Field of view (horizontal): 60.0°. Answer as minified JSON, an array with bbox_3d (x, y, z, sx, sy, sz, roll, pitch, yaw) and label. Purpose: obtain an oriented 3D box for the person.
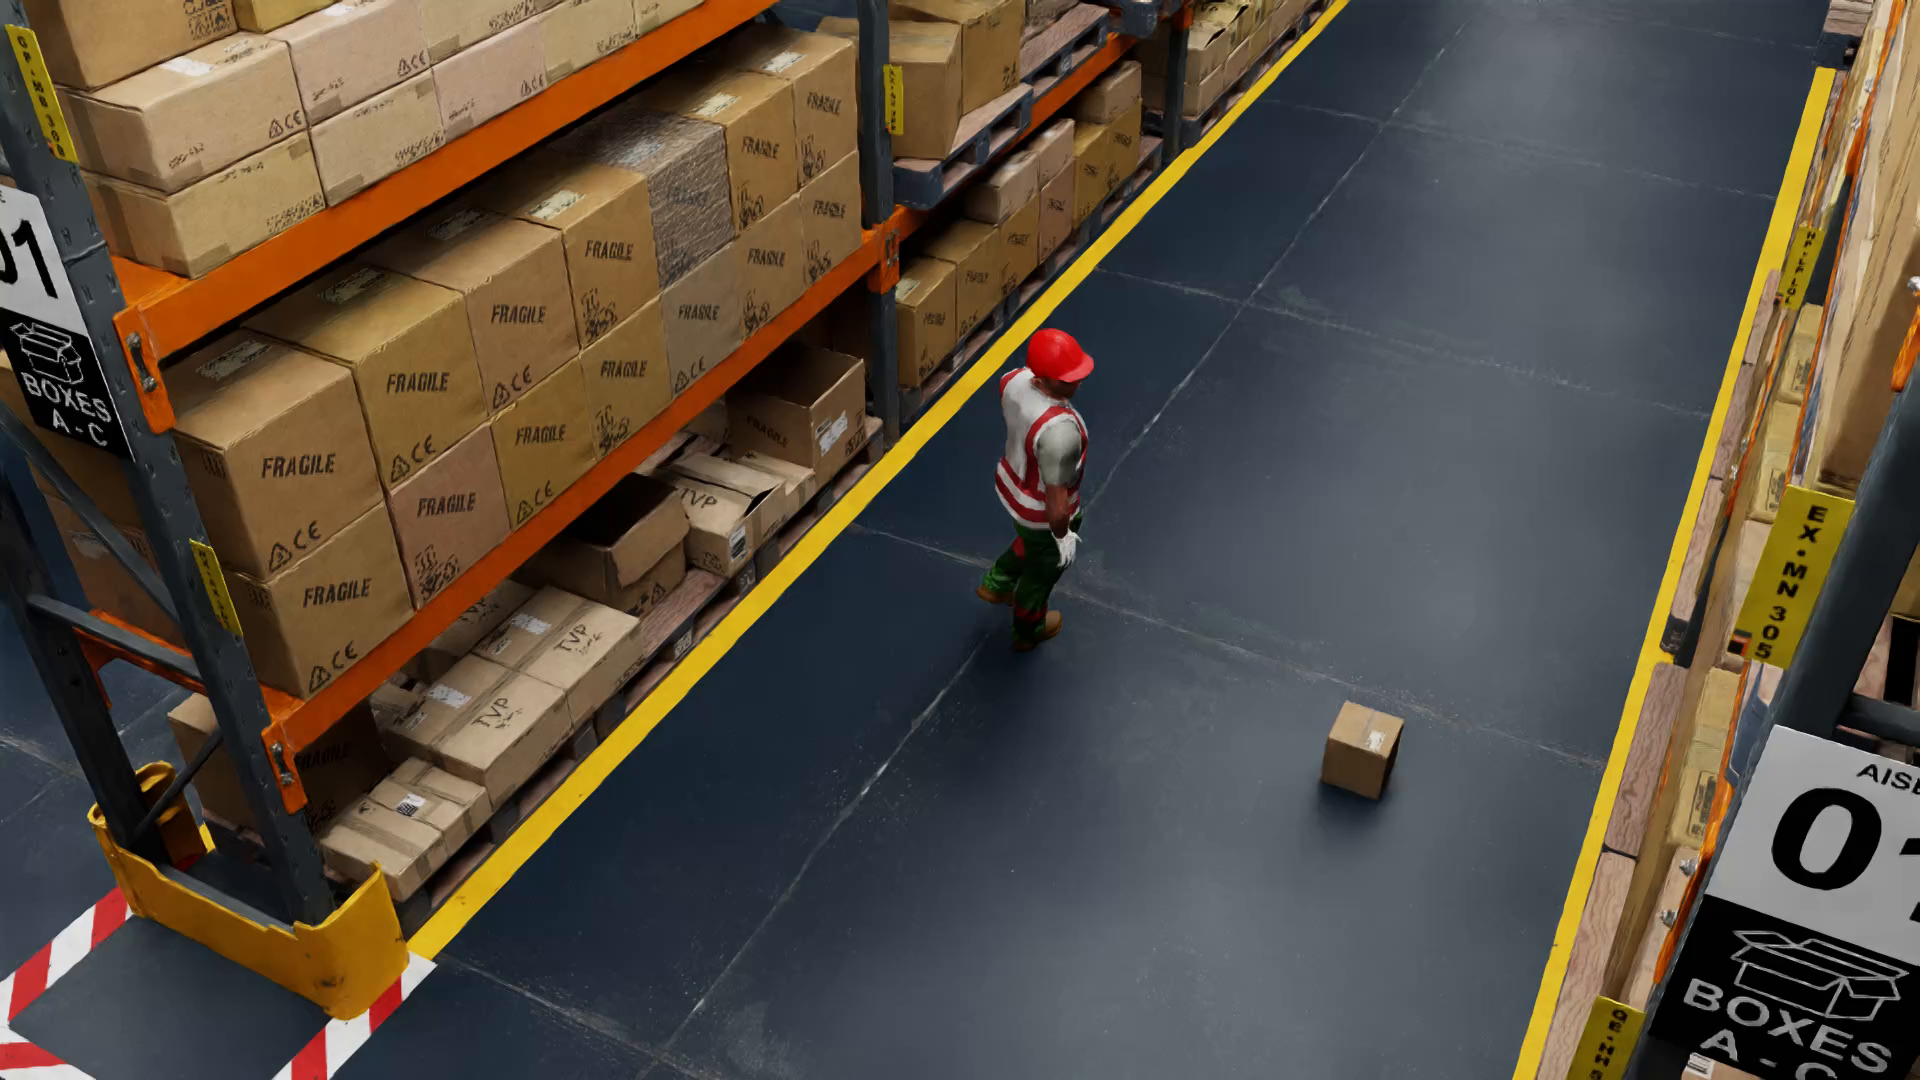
[{"bbox_3d":[0.383,-0.184,6.968,0.465,1.772,0.678,-15,40,-19],"label":"person"}]
